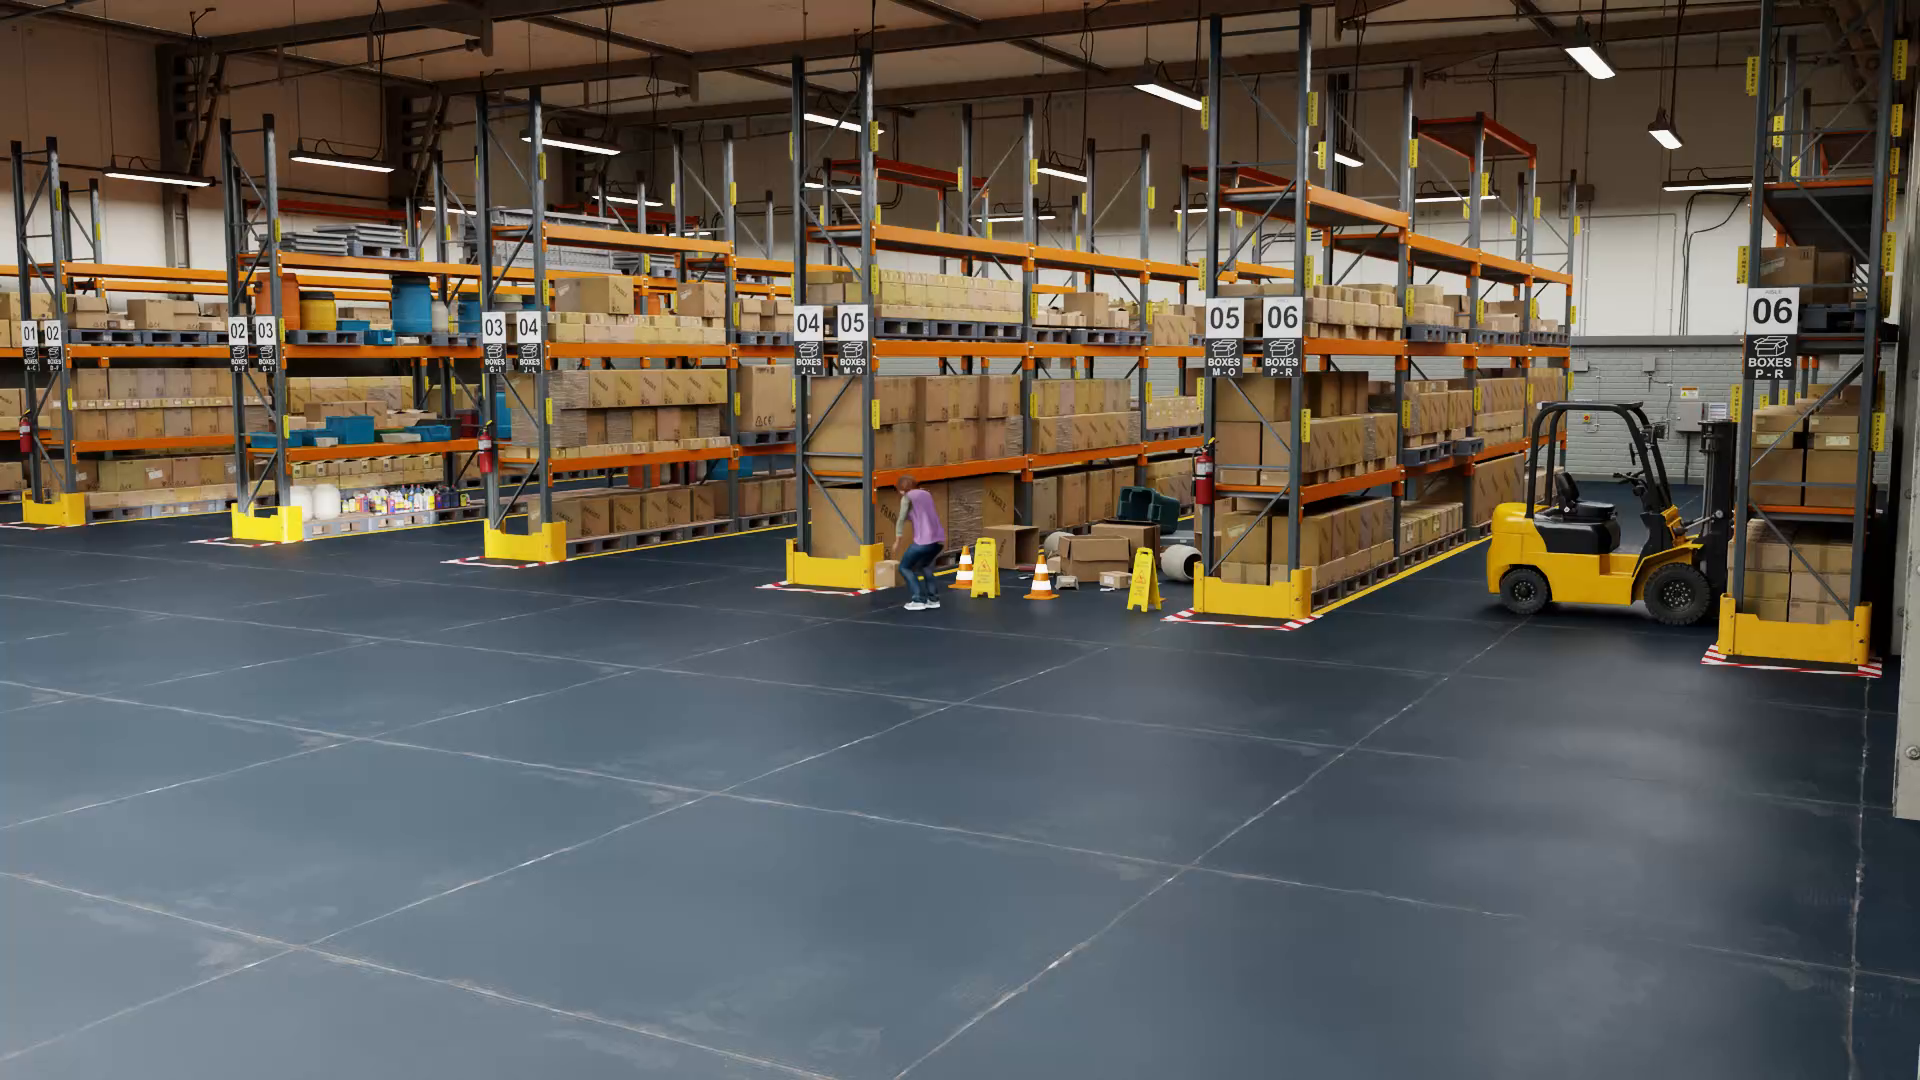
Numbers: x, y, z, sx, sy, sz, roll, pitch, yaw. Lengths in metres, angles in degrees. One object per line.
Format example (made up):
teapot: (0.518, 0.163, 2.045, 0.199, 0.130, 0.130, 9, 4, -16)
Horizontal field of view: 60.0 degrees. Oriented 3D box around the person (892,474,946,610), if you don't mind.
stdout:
person: (-0.435, 0.034, 17.282, 0.458, 1.385, 0.581, -6, 9, -44)
